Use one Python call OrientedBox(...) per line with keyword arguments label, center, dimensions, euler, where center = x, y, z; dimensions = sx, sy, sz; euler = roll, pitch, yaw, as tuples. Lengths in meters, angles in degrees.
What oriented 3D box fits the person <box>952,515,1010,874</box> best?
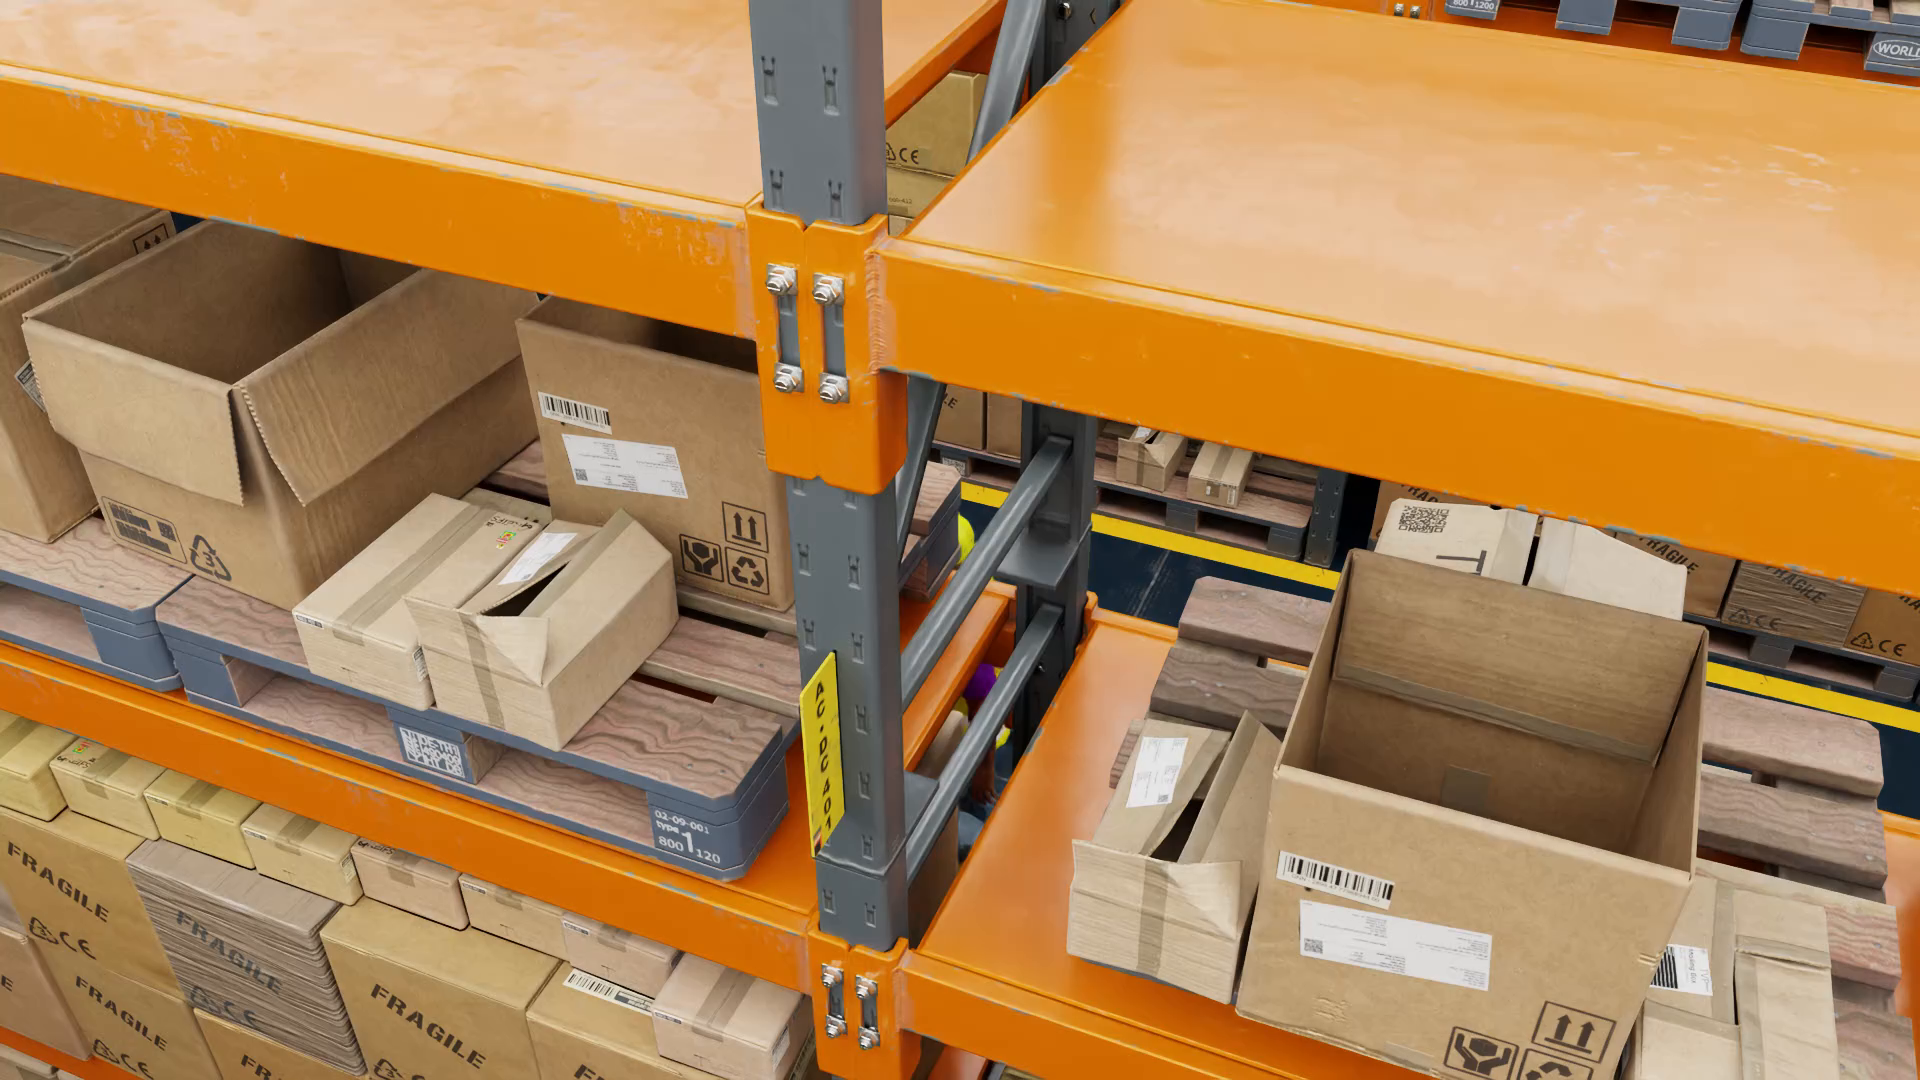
OrientedBox(label="person", center=(0.021, 0.637, 5.946), dimensions=(0.518, 1.756, 0.617), euler=(-1, 37, -1))
